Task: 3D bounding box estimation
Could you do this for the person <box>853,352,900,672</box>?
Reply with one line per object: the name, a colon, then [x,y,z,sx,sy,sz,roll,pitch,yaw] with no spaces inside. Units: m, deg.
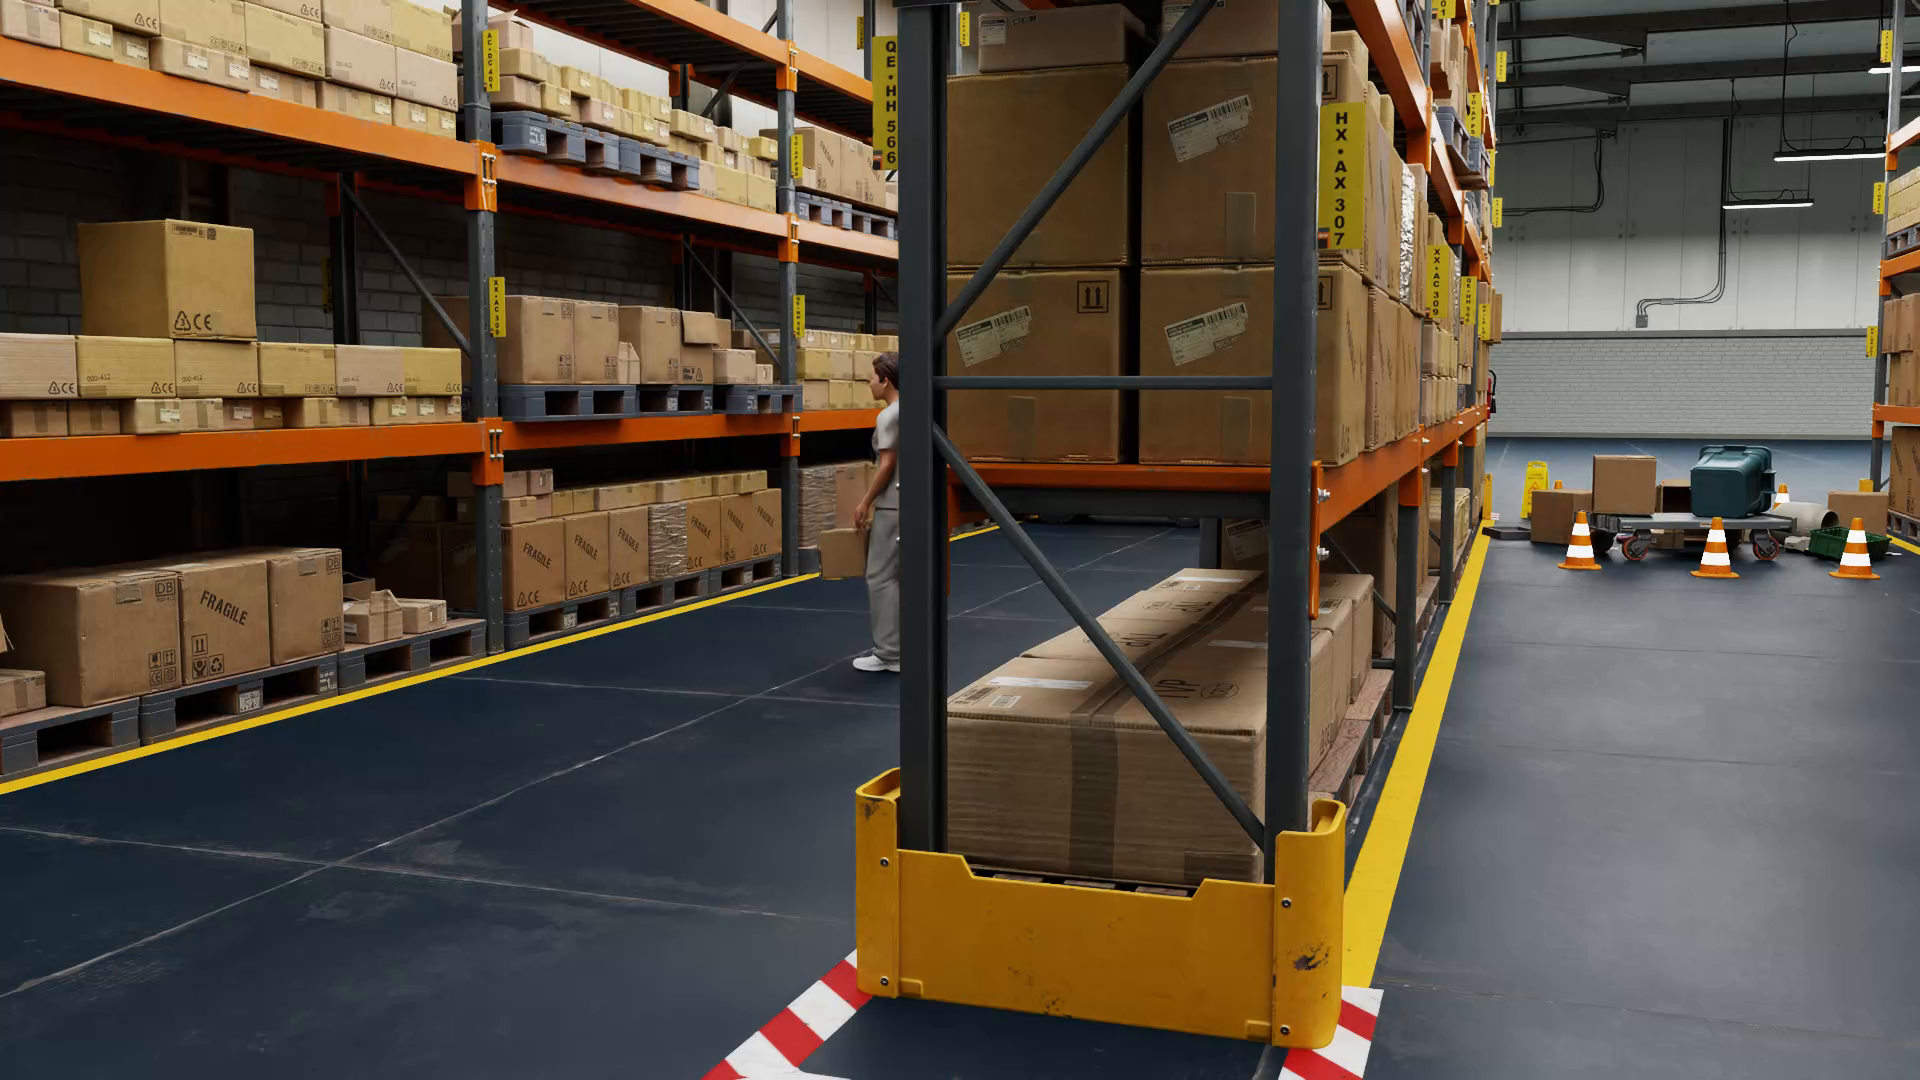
person: [-0.358,-0.150,8.810,0.365,1.676,0.471,2,6,17]
